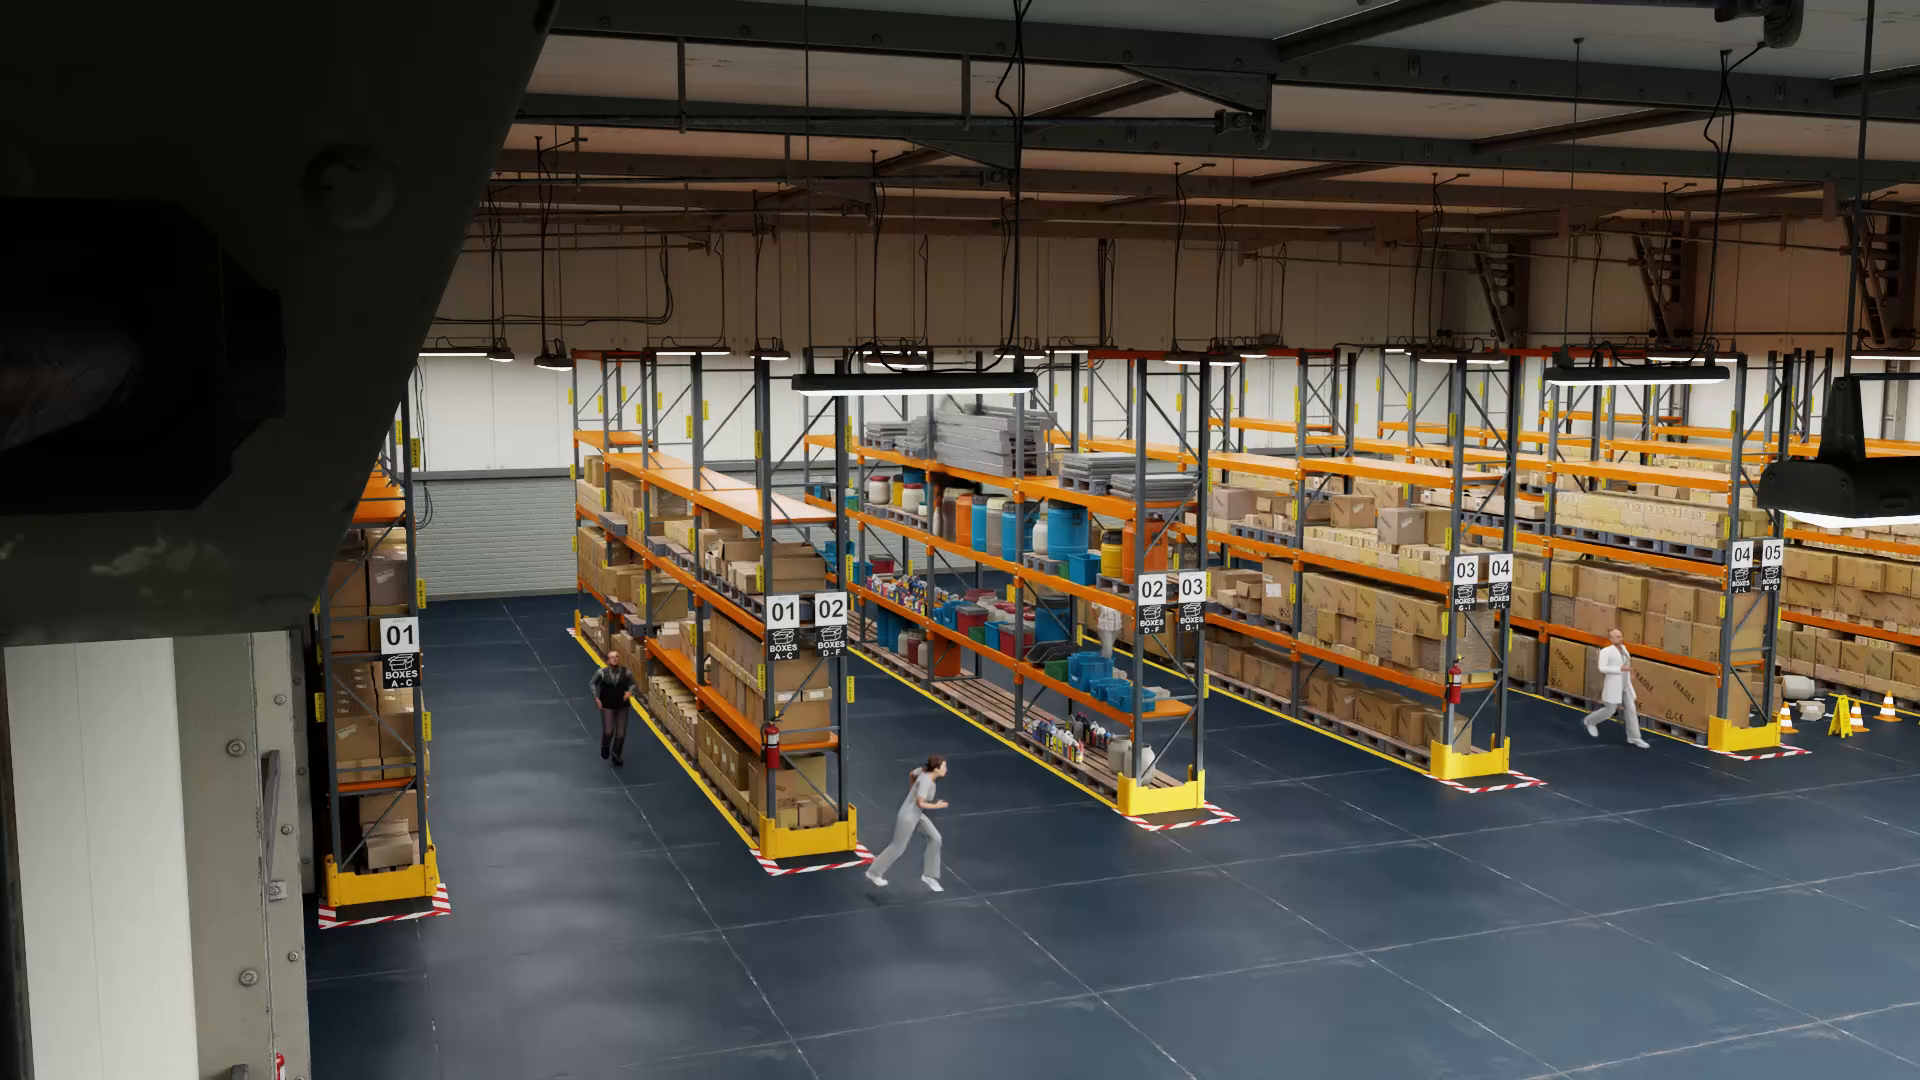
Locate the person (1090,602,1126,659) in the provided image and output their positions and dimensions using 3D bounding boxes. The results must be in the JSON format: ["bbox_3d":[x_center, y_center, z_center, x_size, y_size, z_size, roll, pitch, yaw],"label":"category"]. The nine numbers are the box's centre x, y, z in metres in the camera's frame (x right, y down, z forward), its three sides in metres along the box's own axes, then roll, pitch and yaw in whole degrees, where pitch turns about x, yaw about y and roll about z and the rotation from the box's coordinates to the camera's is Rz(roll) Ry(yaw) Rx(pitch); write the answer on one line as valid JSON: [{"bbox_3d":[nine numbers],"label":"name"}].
[{"bbox_3d":[2.630,1.605,29.149,0.581,1.737,0.766,-4,8,-27],"label":"person"}]

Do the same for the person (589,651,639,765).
[{"bbox_3d":[-5.048,2.471,24.347,0.703,1.691,0.542,-2,7,-17],"label":"person"}]

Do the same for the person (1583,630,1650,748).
[{"bbox_3d":[10.176,2.260,25.655,0.729,1.733,1.129,-3,8,-23],"label":"person"}]

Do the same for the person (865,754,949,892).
[{"bbox_3d":[-0.606,3.223,18.943,0.960,1.623,0.604,0,7,4],"label":"person"}]
